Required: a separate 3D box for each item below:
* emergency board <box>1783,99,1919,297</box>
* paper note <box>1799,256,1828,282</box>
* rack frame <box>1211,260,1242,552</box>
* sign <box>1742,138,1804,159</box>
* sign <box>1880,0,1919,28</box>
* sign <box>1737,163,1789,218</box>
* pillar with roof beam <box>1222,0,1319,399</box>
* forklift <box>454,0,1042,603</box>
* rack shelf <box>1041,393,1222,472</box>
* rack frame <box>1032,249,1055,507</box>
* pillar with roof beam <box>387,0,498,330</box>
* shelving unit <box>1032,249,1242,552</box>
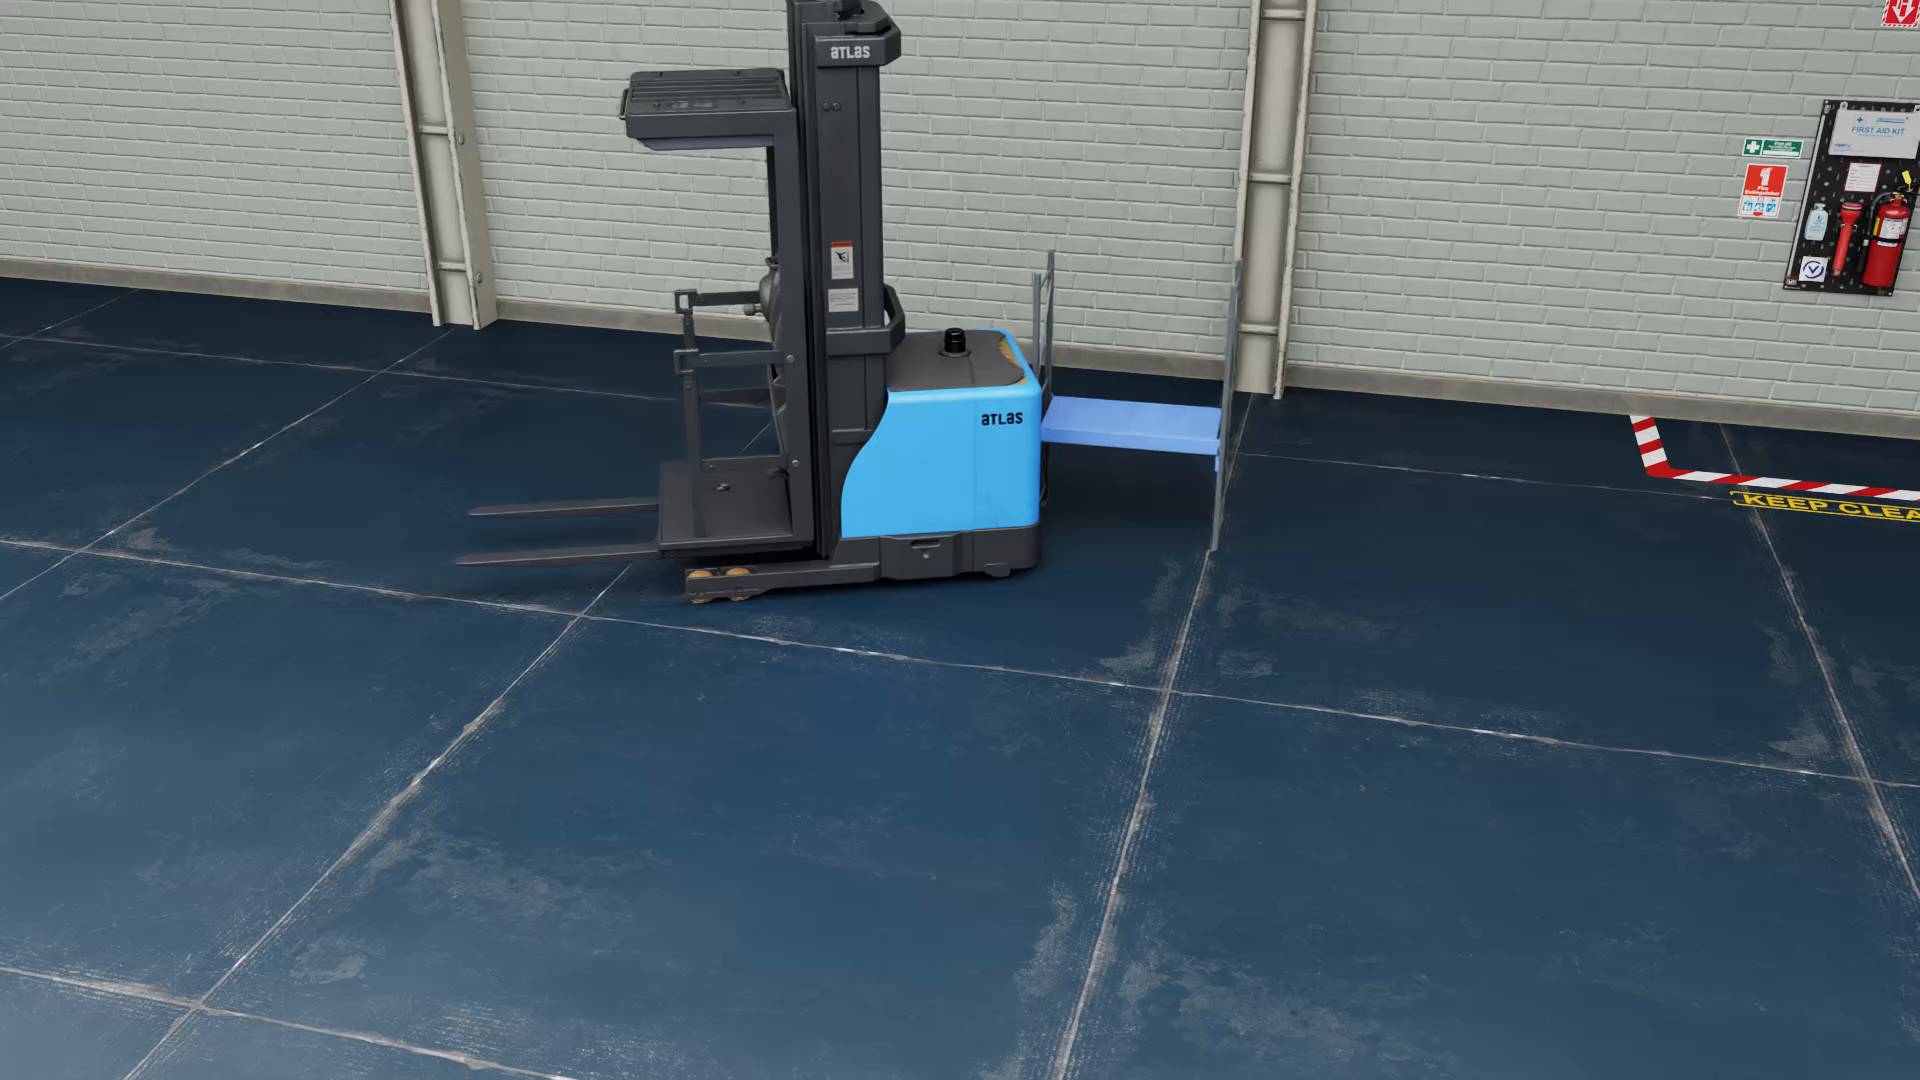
[{"bbox_3d":[5.447,-2.029,10.023,0.643,1.169,0.194,6,26,13],"label":"emergency board"},{"bbox_3d":[5.293,-1.679,10.312,0.142,0.148,0.016,6,26,13],"label":"paper note"},{"bbox_3d":[1.446,-0.718,9.014,0.032,1.500,0.500,5,26,11],"label":"rack frame"},{"bbox_3d":[4.940,-2.383,10.107,0.331,0.109,0.001,6,26,13],"label":"sign"},{"bbox_3d":[5.464,-3.118,9.614,0.199,0.298,0.001,6,26,13],"label":"sign"},{"bbox_3d":[4.938,-2.148,10.230,0.234,0.329,0.001,6,26,13],"label":"sign"},{"bbox_3d":[0.948,-3.308,5.729,0.400,9.000,9.100,6,26,13],"label":"pillar with roof beam"},{"bbox_3d":[-1.131,-1.241,8.447,3.031,2.935,1.130,-4,26,-8],"label":"forklift"},{"bbox_3d":[0.949,-0.601,9.187,1.000,0.185,0.538,5,26,11],"label":"rack shelf"},{"bbox_3d":[0.451,-0.809,9.205,0.032,1.500,0.500,5,26,11],"label":"rack frame"},{"bbox_3d":[-4.863,-3.950,7.078,0.400,9.000,9.100,6,26,13],"label":"pillar with roof beam"},{"bbox_3d":[0.949,-0.764,9.109,1.048,1.500,0.538,5,26,11],"label":"shelving unit"}]
